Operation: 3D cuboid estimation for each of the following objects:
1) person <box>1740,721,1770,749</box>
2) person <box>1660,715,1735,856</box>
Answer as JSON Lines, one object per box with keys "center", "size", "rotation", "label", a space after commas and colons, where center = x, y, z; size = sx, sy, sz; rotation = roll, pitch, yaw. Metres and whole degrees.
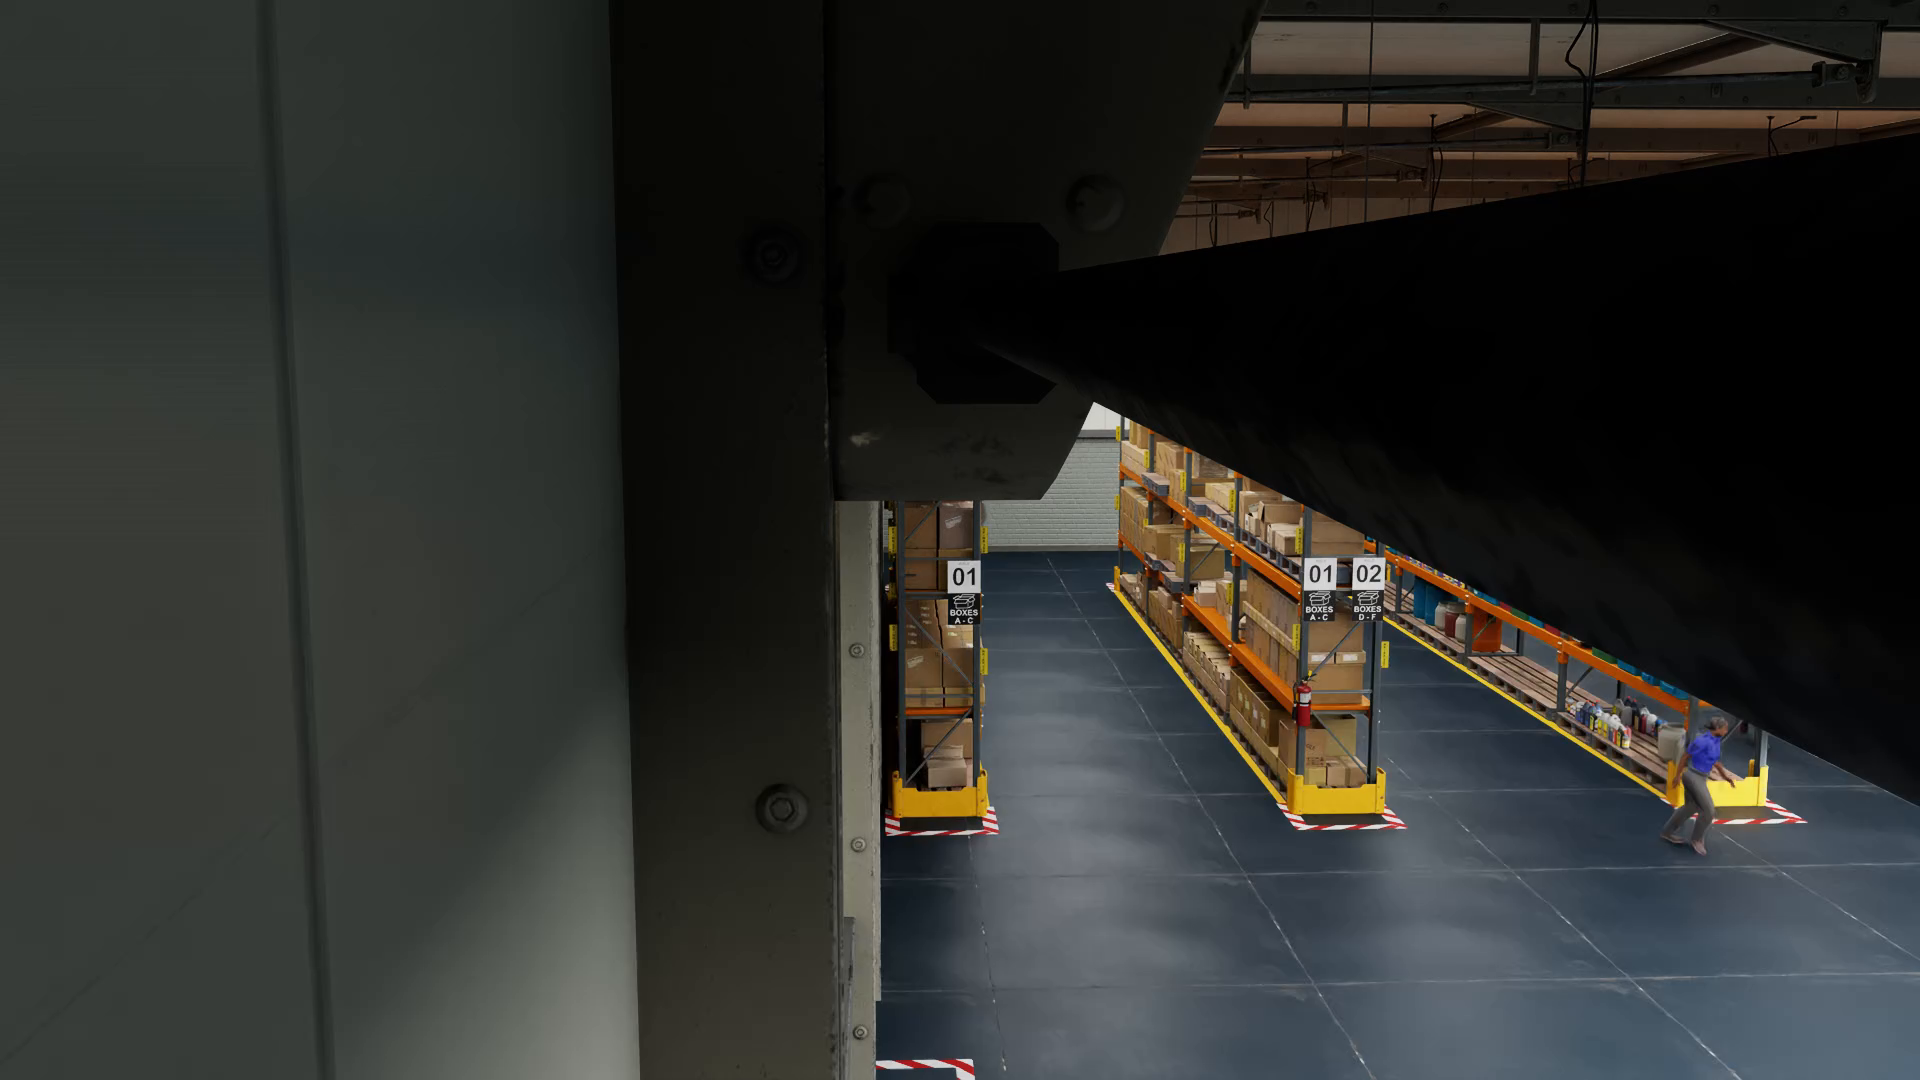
{"center": [11.476, 2.221, 23.648], "size": [0.612, 1.478, 0.850], "rotation": [-1, 8, -9], "label": "person"}
{"center": [8.544, 2.794, 19.282], "size": [0.742, 1.611, 0.561], "rotation": [8, 11, 43], "label": "person"}
